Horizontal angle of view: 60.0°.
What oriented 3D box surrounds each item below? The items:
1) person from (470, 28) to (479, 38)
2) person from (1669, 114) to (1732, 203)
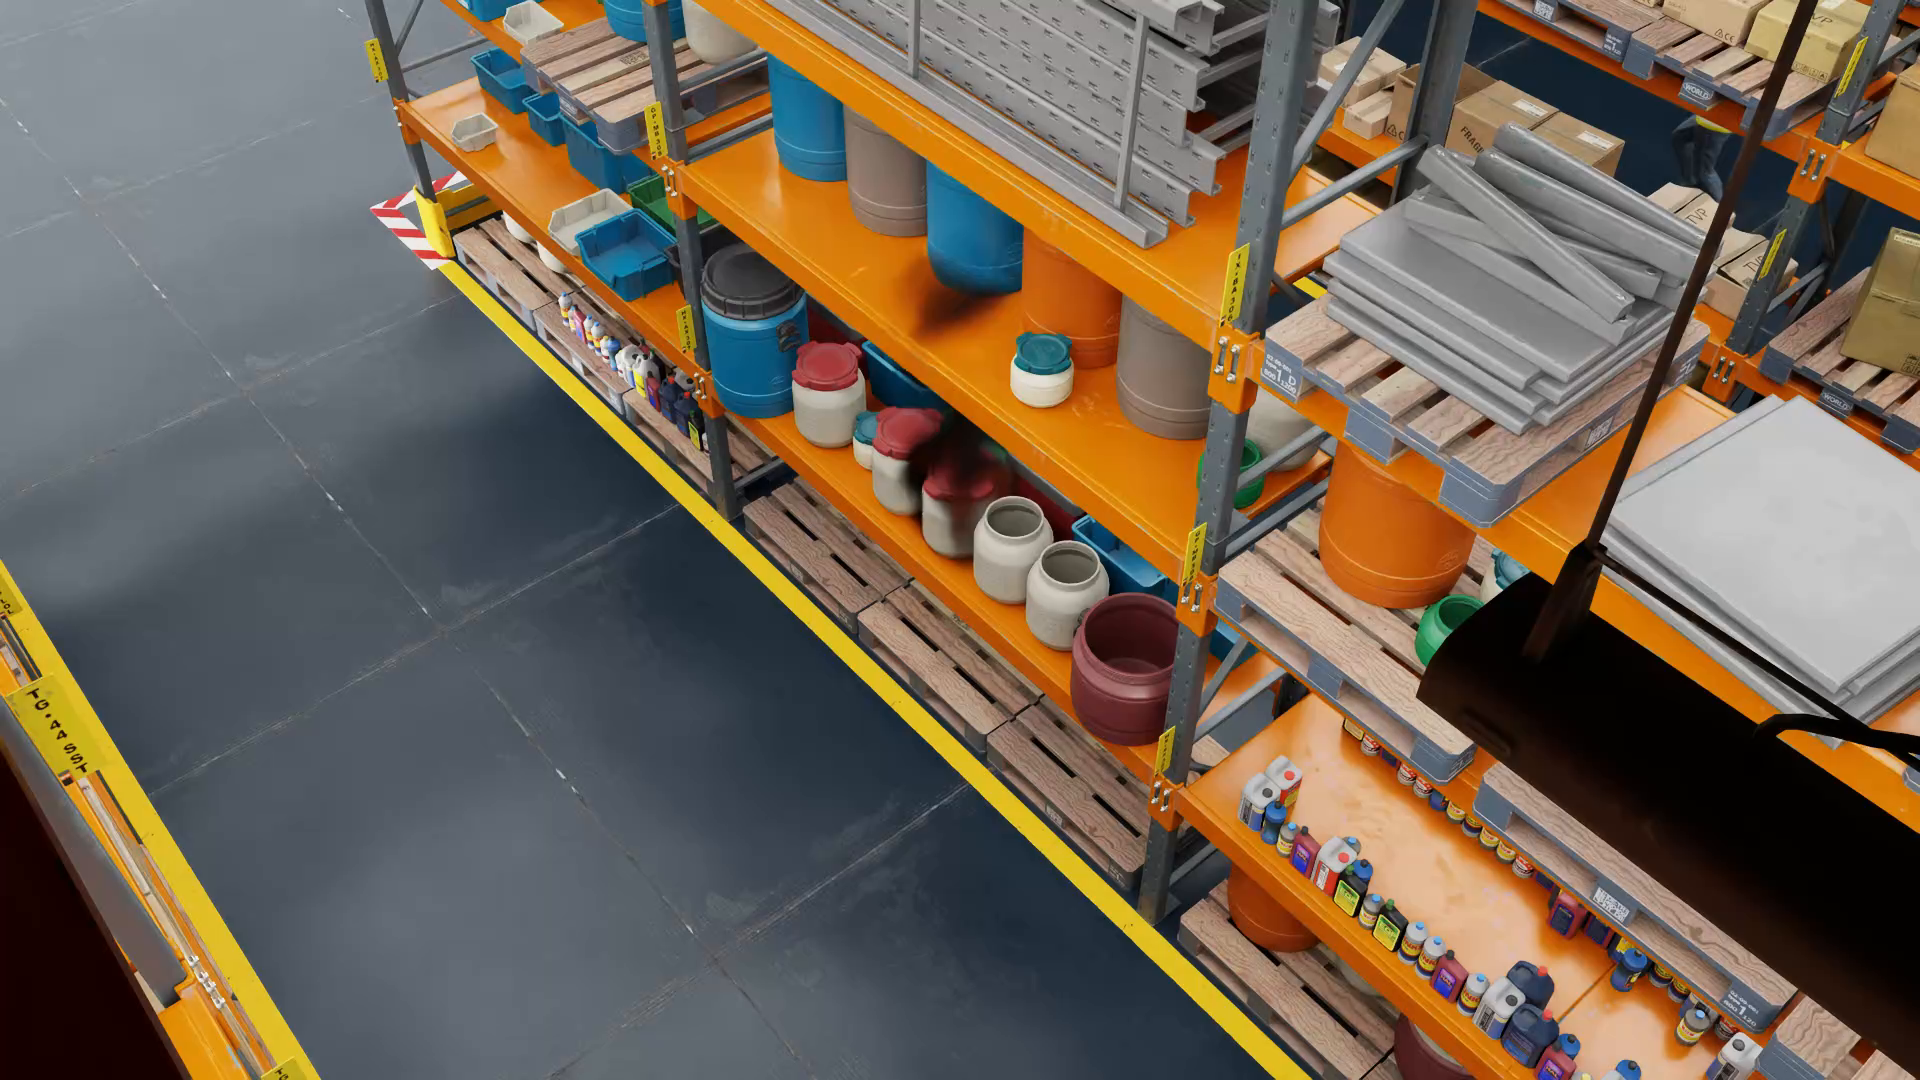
[{"bbox_3d":[-3.560,-4.058,13.714,0.901,1.637,0.550,-8,47,-7],"label":"person"},{"bbox_3d":[5.836,-3.249,12.856,0.721,1.790,0.696,30,54,26],"label":"person"}]
